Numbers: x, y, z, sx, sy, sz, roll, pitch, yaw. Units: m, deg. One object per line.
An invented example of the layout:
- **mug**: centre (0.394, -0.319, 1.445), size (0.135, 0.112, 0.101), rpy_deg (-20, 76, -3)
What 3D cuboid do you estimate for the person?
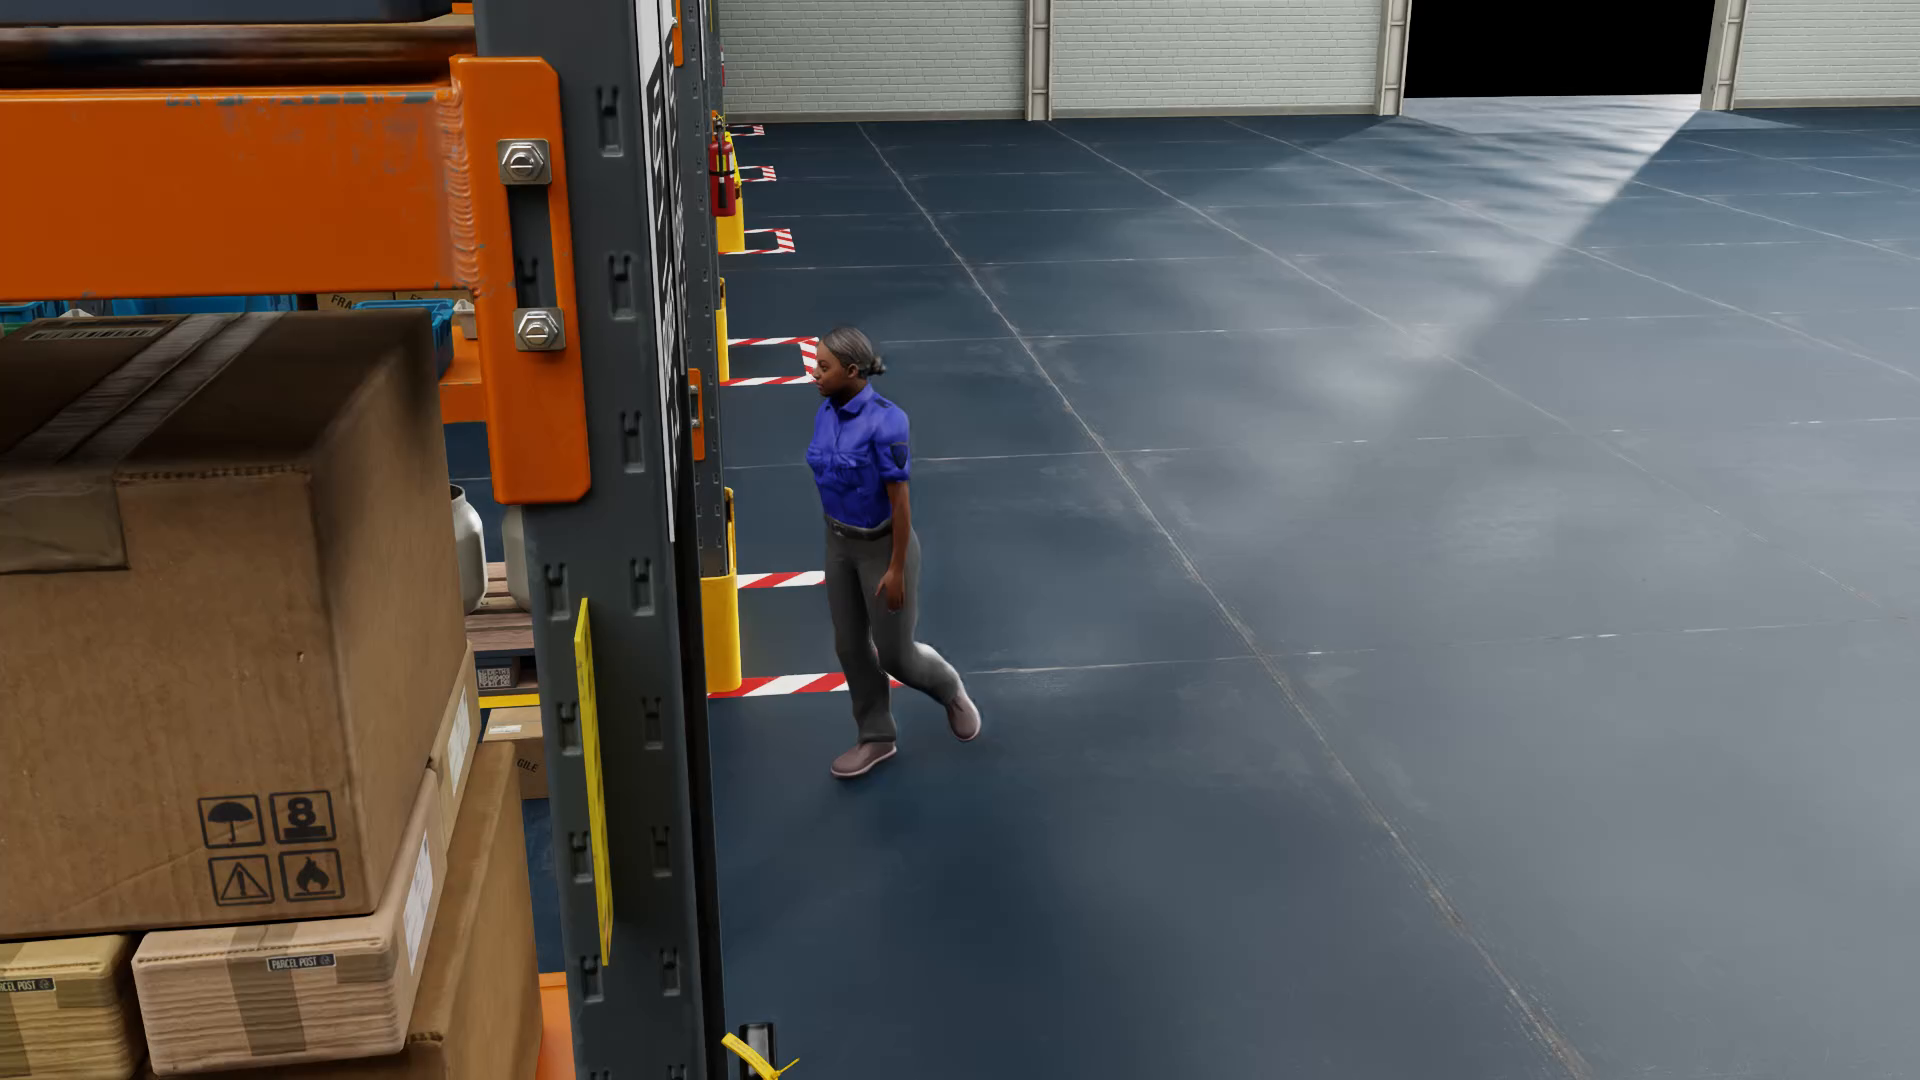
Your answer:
- **person**: centre (-0.242, 0.029, 5.964), size (0.493, 1.652, 0.588), rpy_deg (18, 27, 41)
